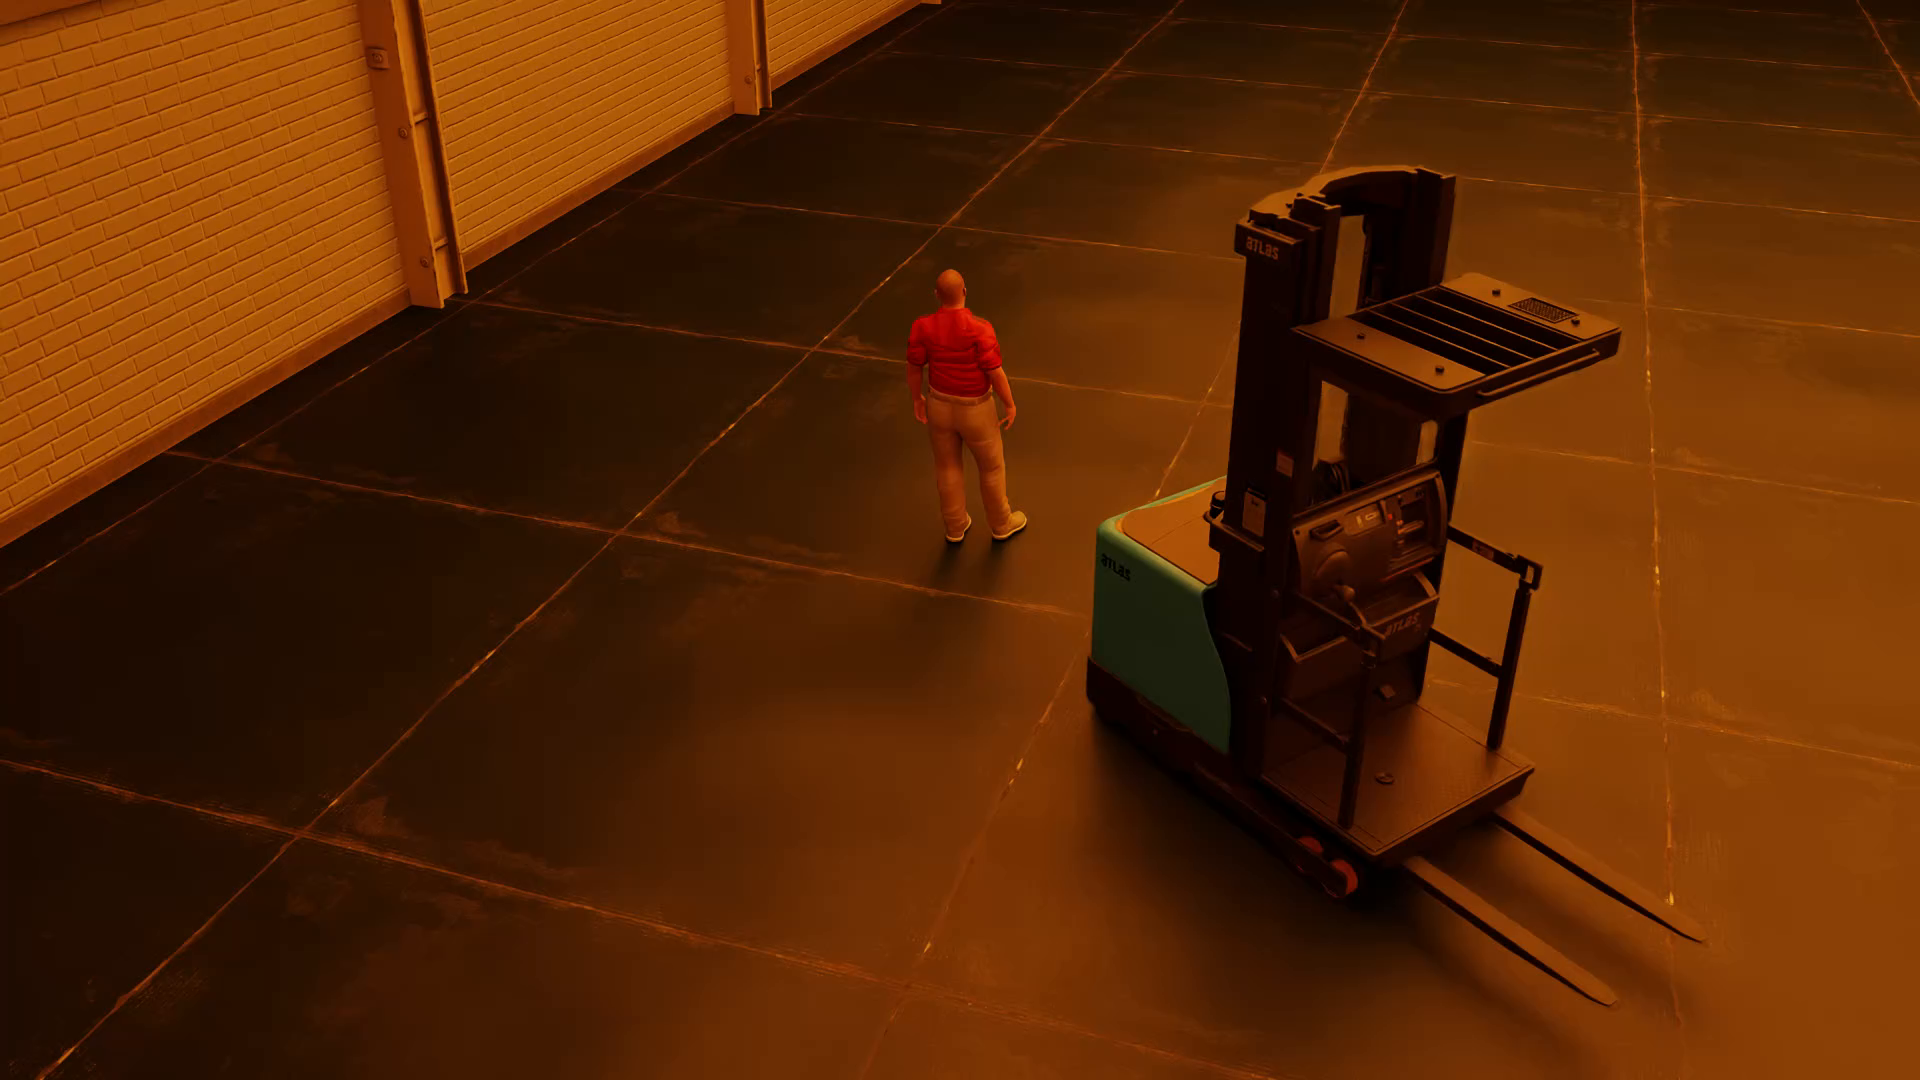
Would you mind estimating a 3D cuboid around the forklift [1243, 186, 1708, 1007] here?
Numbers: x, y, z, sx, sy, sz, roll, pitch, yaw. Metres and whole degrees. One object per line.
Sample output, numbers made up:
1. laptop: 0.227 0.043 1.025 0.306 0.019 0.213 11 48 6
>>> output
1. forklift: 1.961 0.083 7.055 1.101 2.867 2.884 -19 35 -30
